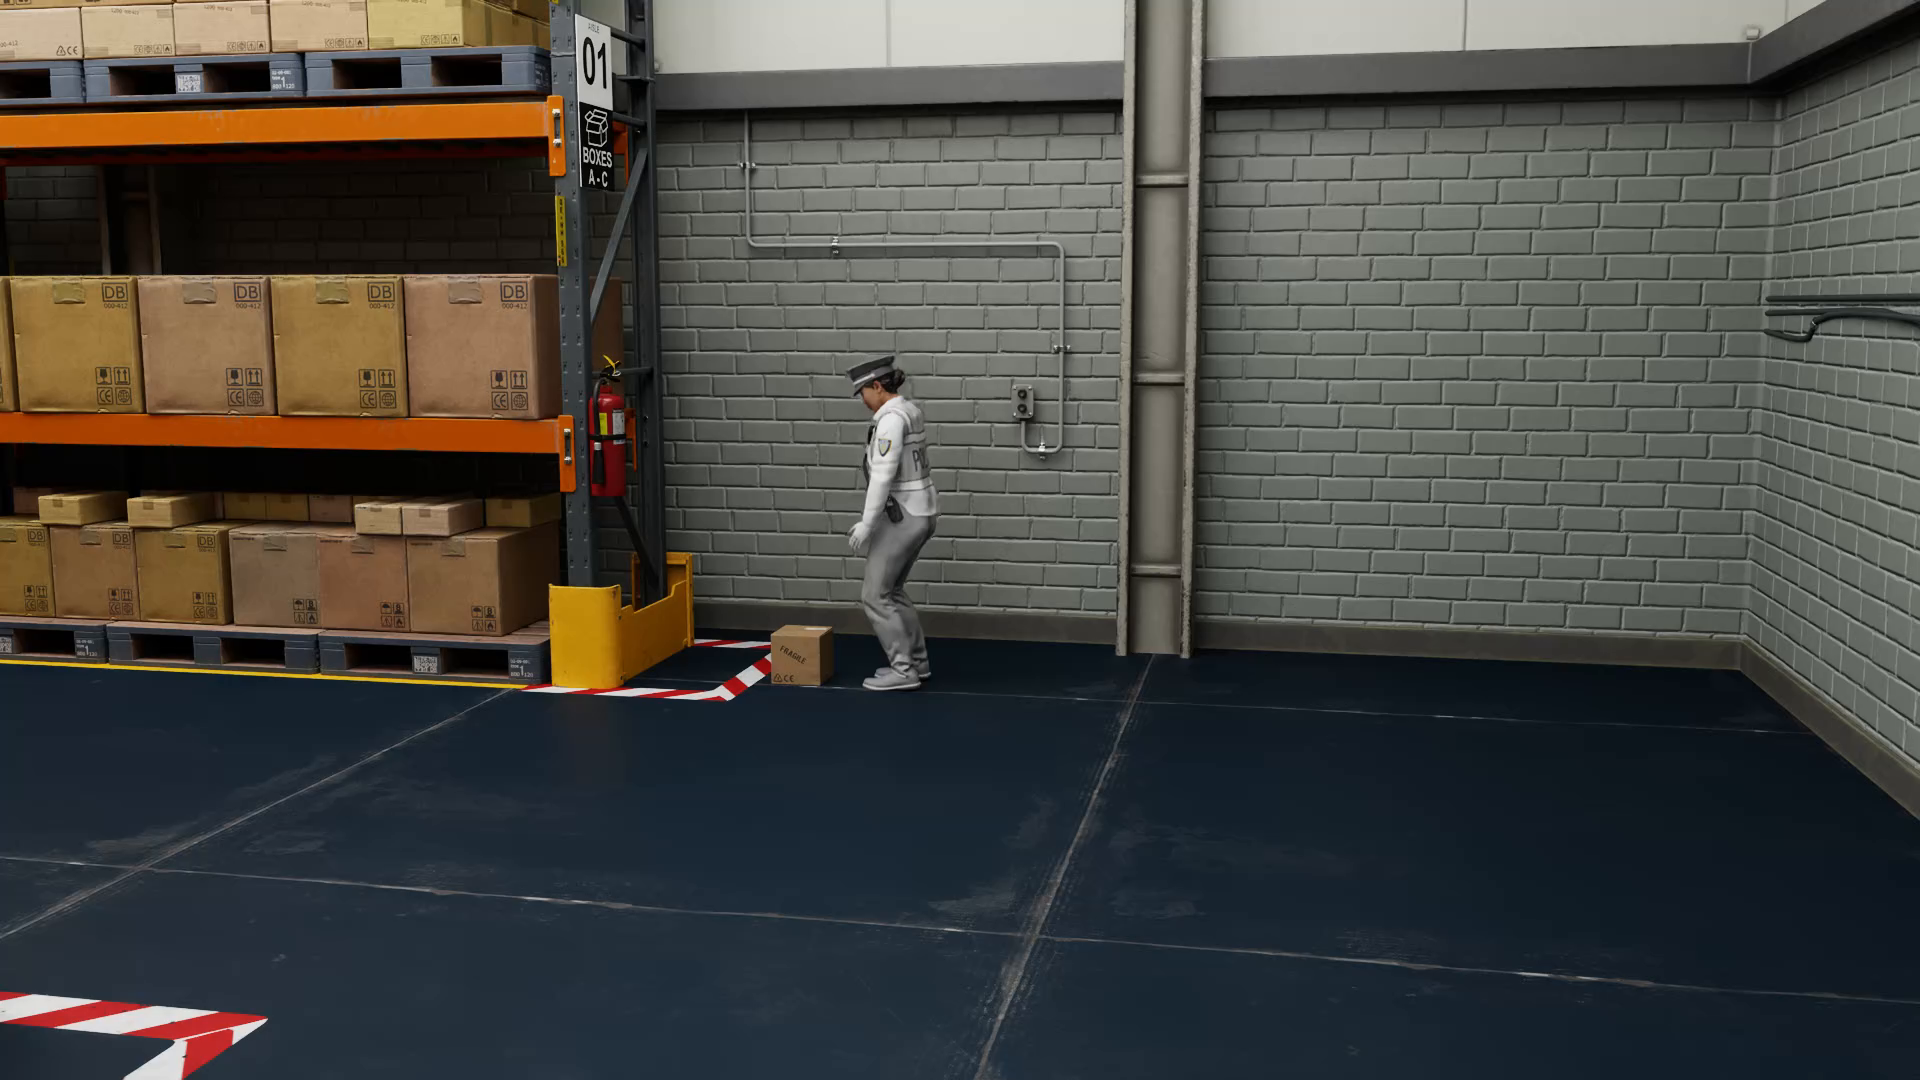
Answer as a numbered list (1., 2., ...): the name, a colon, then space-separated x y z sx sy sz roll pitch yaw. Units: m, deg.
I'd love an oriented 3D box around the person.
1. person: -0.330 -0.084 8.089 0.446 1.626 0.482 2 8 13
